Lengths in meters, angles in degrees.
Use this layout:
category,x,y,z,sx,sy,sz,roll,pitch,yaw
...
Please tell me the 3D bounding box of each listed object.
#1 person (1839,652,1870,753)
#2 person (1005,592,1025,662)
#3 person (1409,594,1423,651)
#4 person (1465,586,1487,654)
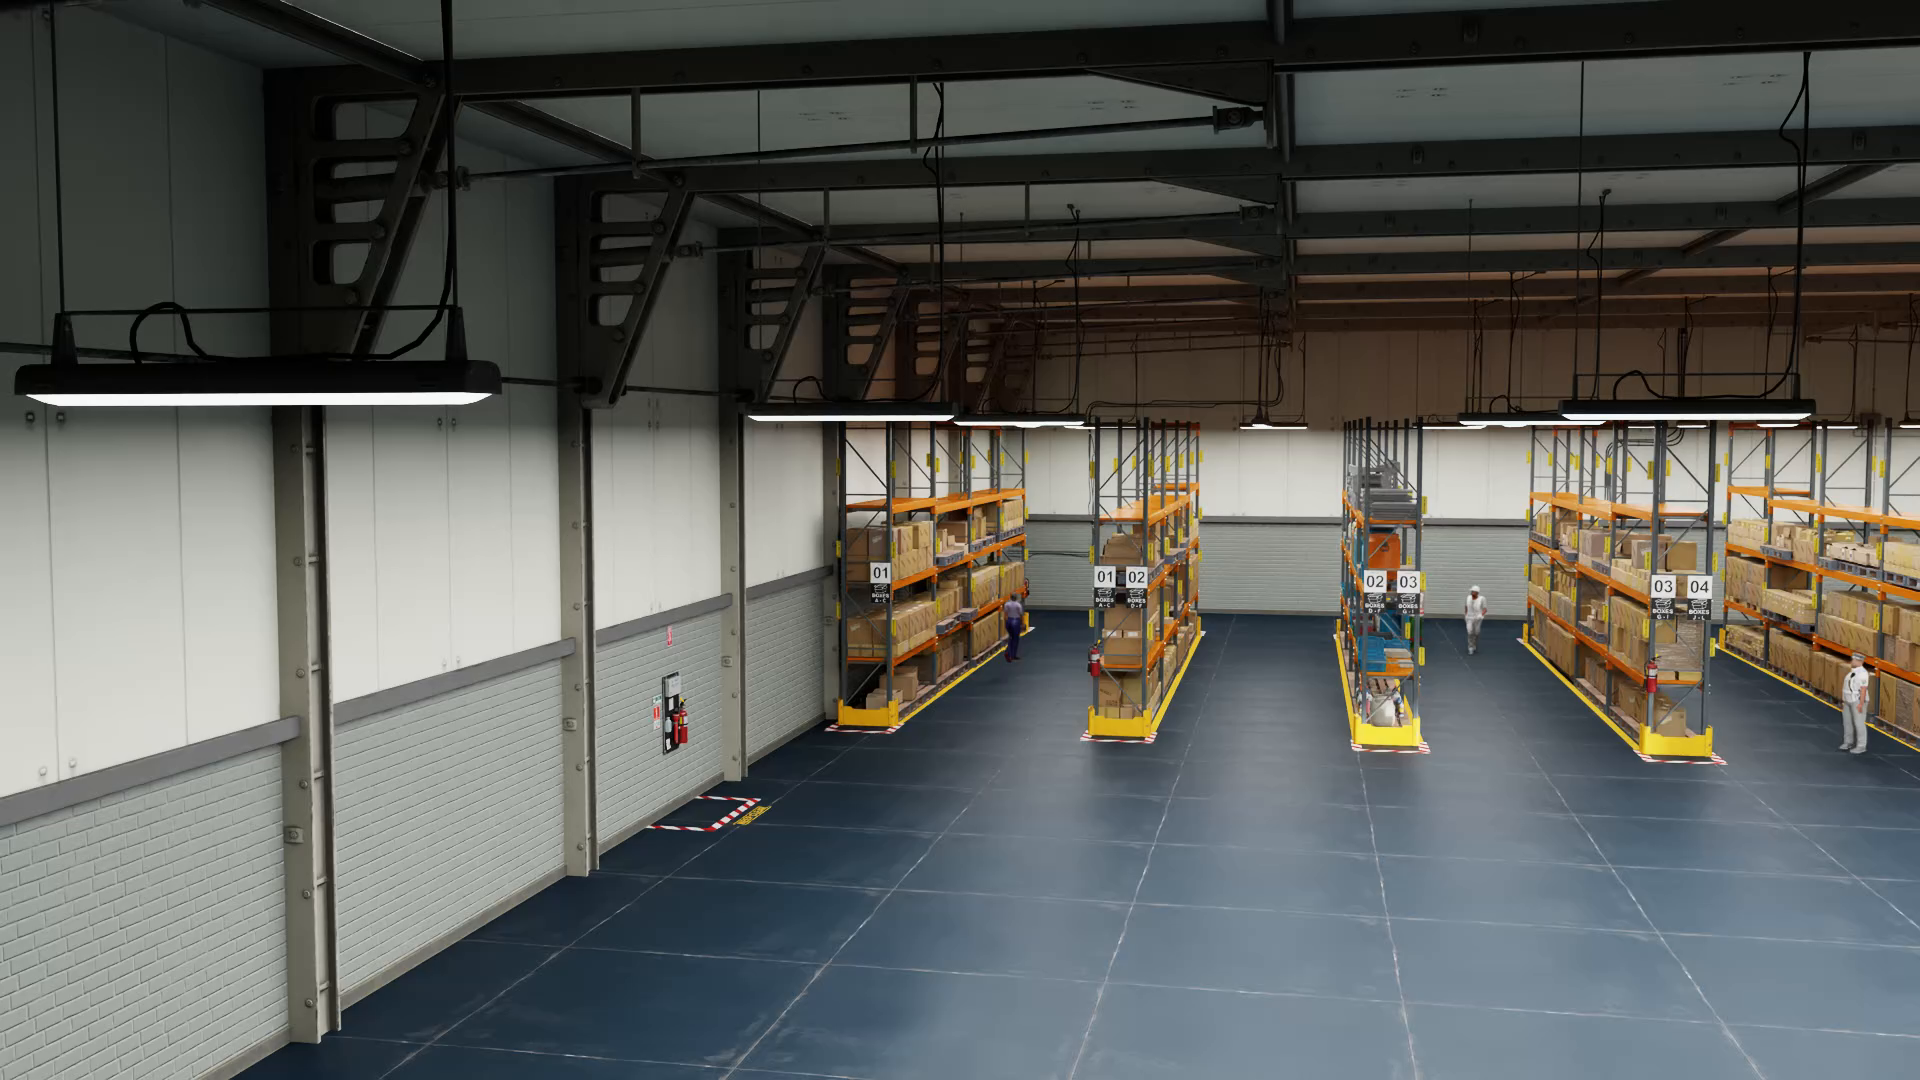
category,x,y,z,sx,sy,sz,roll,pitch,yaw
person,16.036,2.896,29.806,0.427,1.777,0.573,-1,4,-8
person,1.323,2.087,39.496,0.437,1.678,0.471,-3,5,-37
person,11.888,2.001,43.466,0.394,1.799,0.550,3,5,37
person,13.403,2.086,43.186,0.492,1.808,0.884,1,4,11
